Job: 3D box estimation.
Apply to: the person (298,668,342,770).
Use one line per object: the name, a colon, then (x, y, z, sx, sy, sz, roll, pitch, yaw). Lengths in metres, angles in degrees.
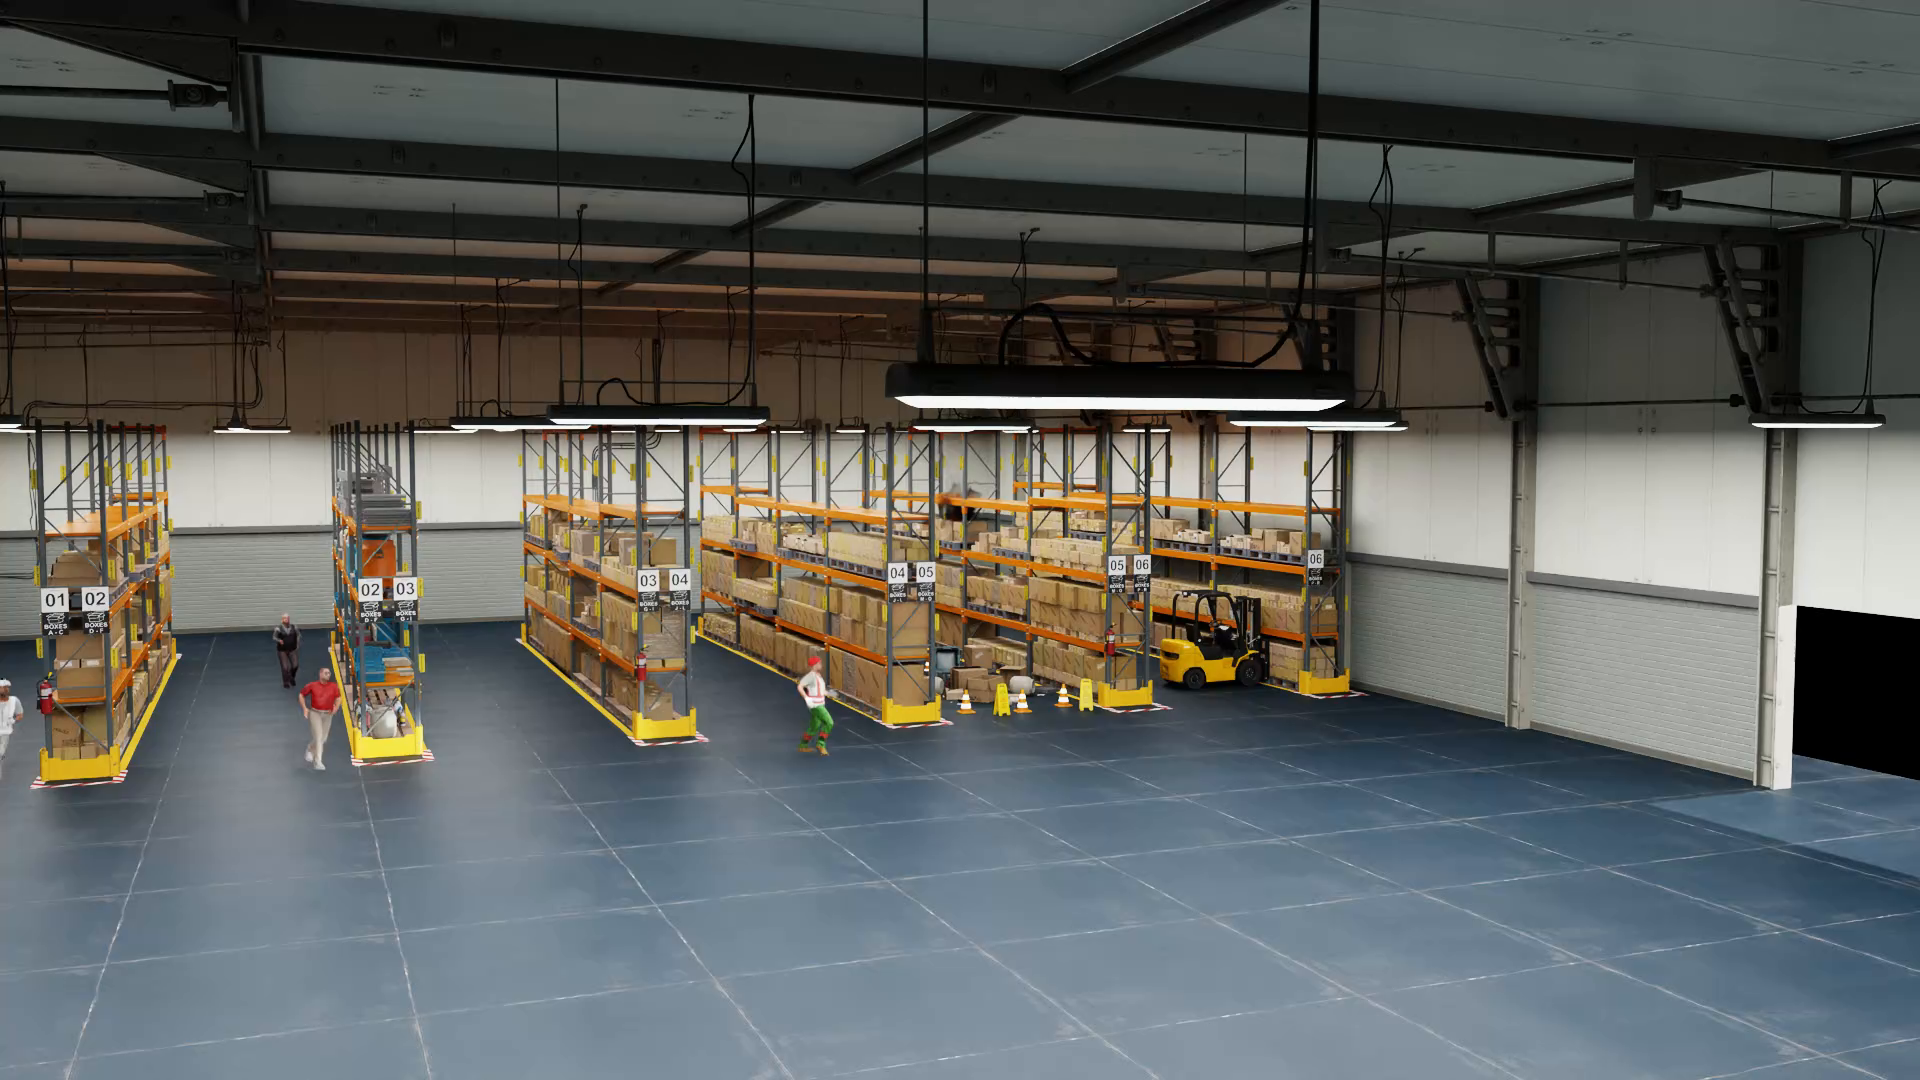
person: (-11.085, 3.081, 28.900, 0.770, 1.723, 0.690, 4, 5, 45)

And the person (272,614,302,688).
person: (-15.205, 2.522, 37.593, 0.610, 1.682, 0.602, -2, 4, -30)

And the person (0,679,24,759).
person: (-15.573, 3.166, 26.978, 0.711, 1.818, 0.672, 3, 5, 39)

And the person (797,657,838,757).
person: (-2.568, 2.984, 29.769, 0.729, 1.788, 0.670, 0, 4, 5)
